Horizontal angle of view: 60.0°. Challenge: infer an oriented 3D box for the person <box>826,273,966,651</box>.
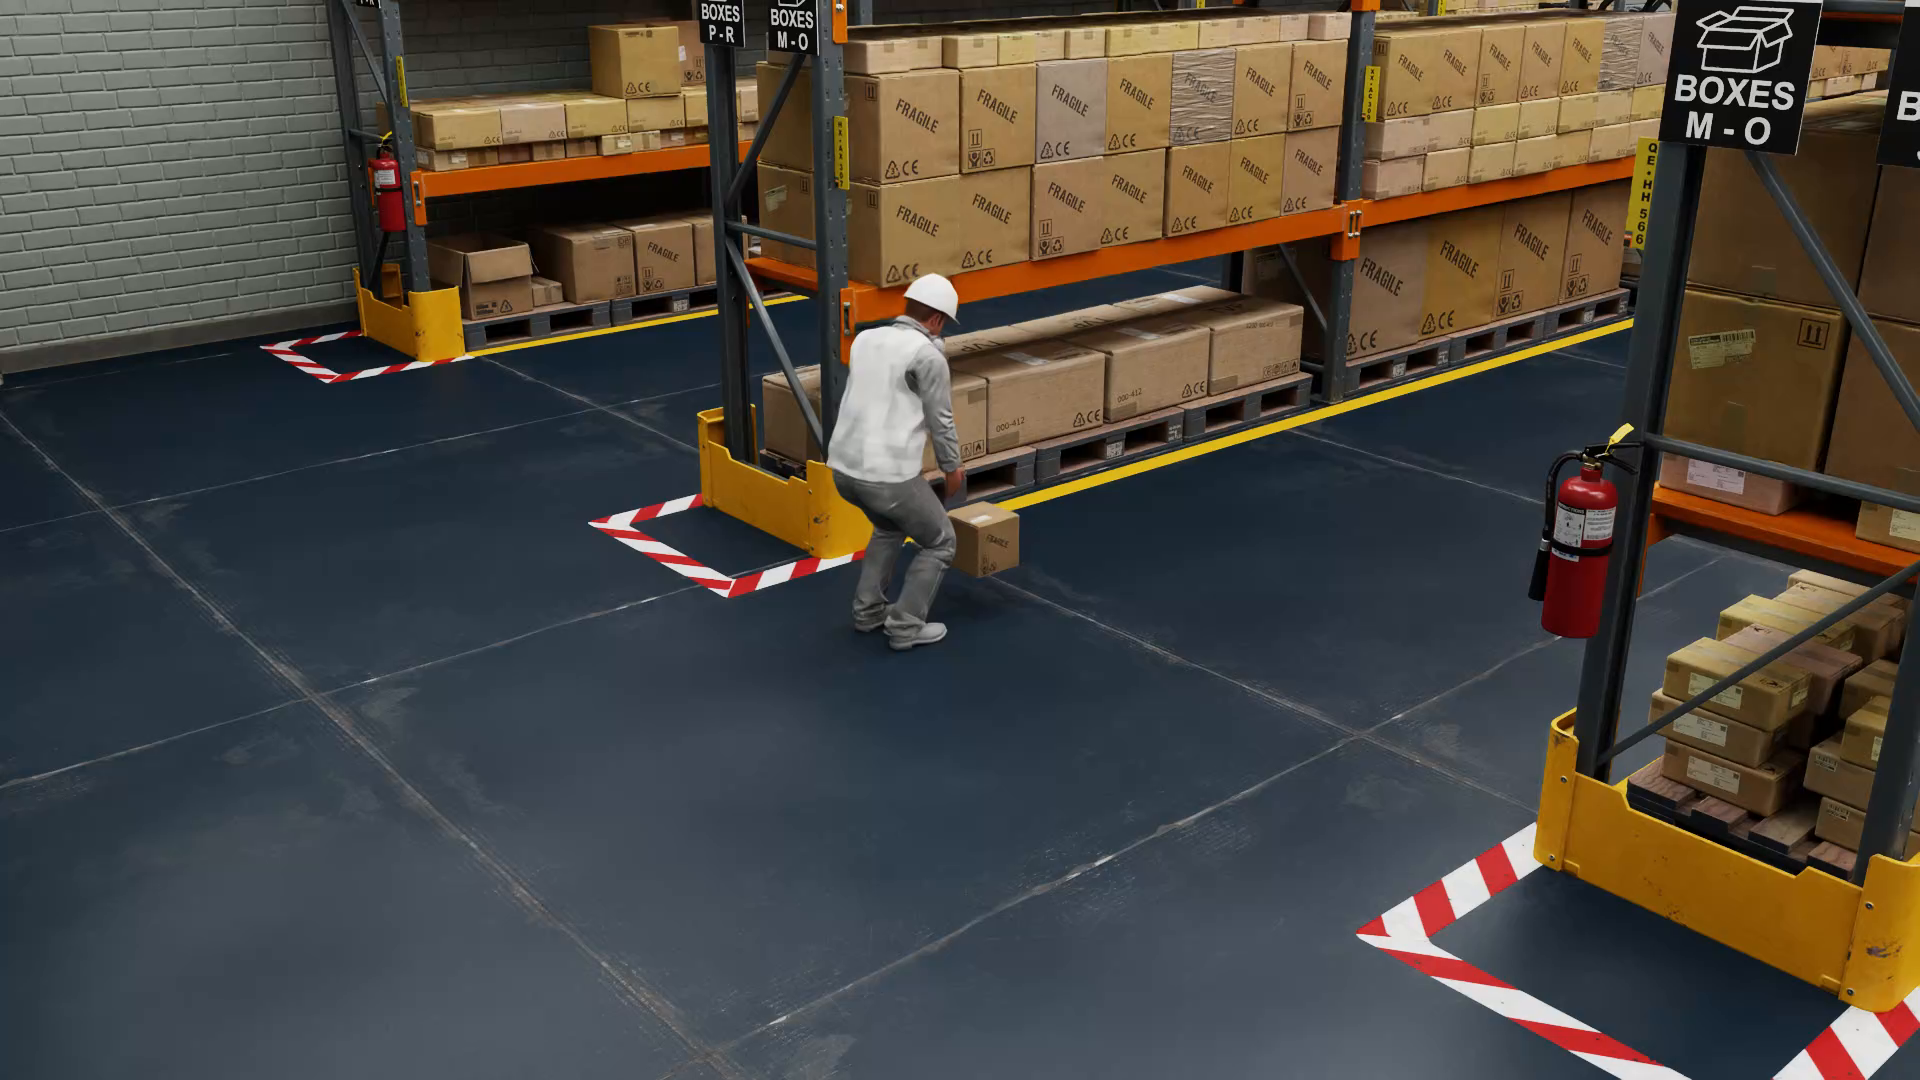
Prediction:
[{"bbox_3d":[-0.267,-0.342,7.223,0.649,1.584,0.586,-17,26,-37],"label":"person"}]
